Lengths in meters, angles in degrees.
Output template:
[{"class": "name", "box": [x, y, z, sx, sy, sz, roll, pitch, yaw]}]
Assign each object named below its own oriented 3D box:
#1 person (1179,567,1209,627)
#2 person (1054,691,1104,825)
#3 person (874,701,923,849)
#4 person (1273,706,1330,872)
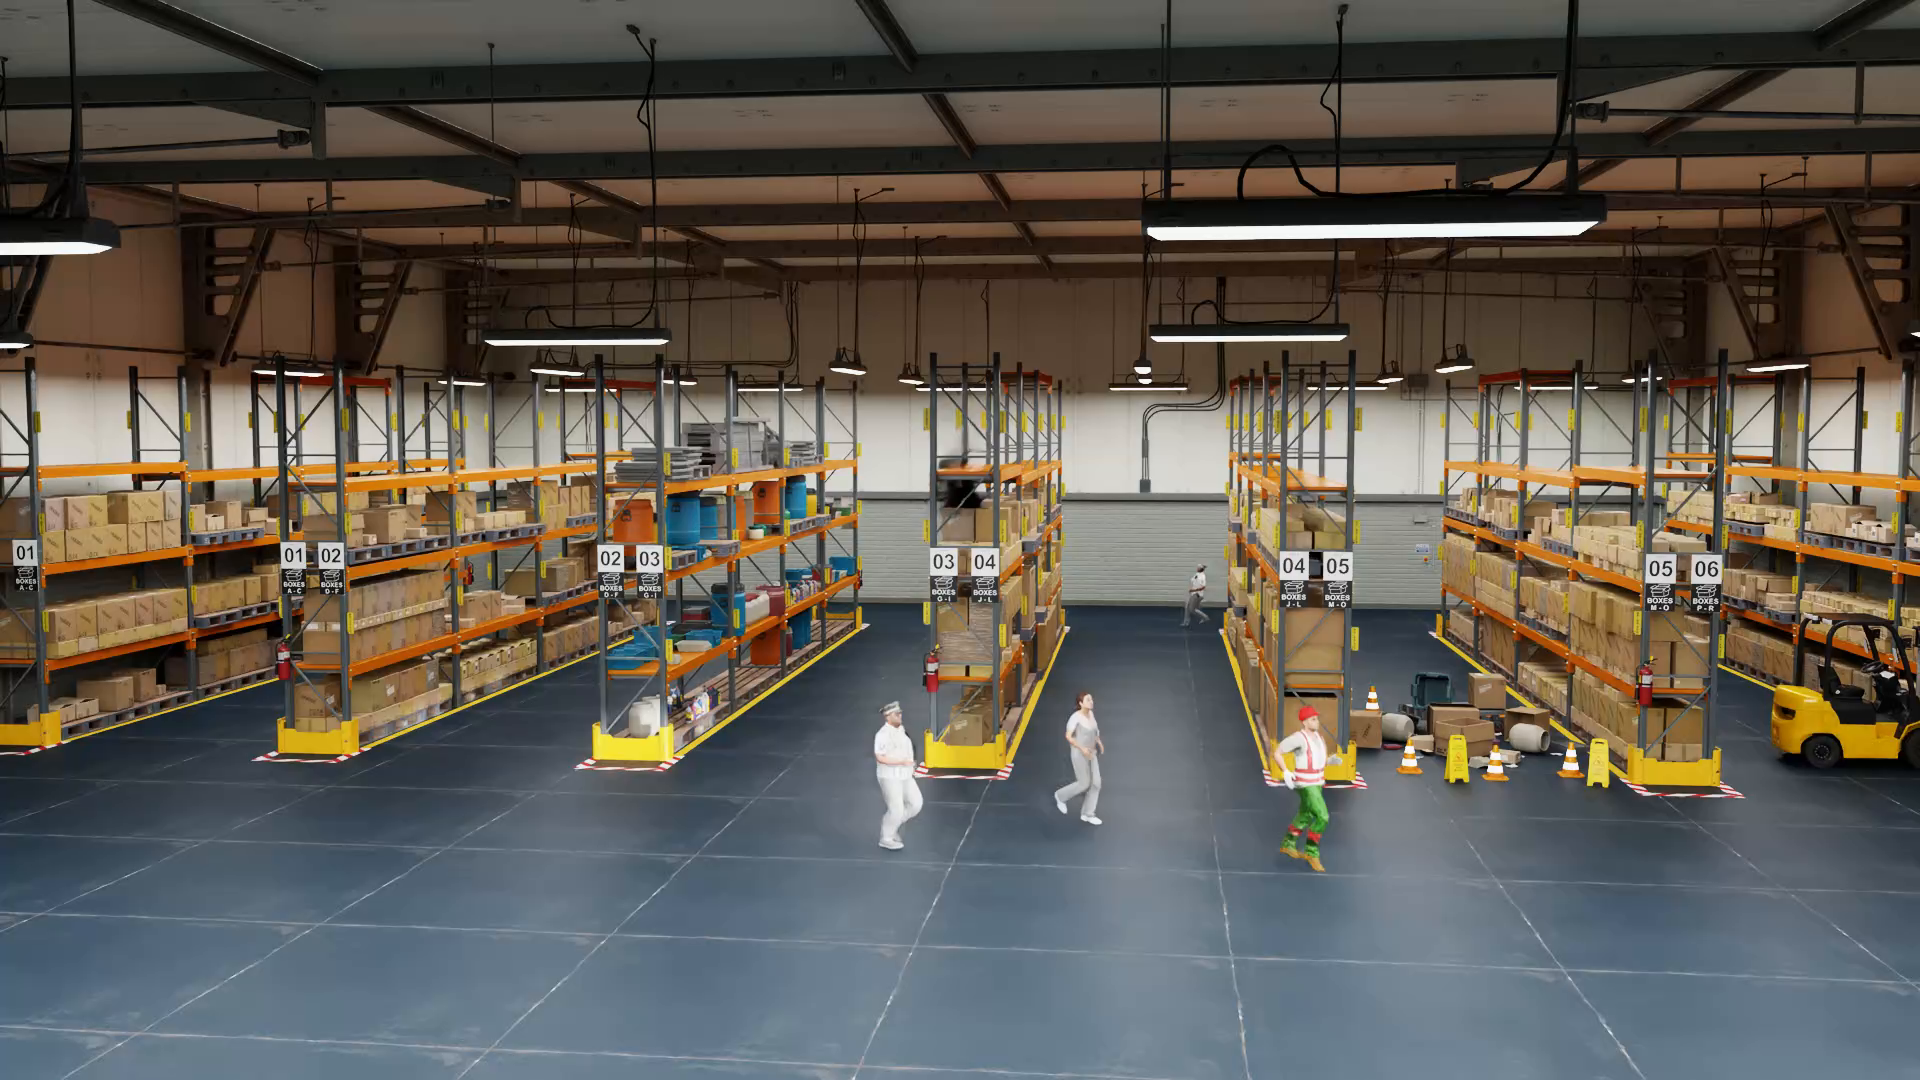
[{"class": "person", "box": [5.735, 1.361, 40.534, 0.722, 1.587, 0.697, 0, 4, 0]}, {"class": "person", "box": [1.523, 2.716, 20.910, 0.685, 1.643, 0.589, 4, 5, 42]}, {"class": "person", "box": [-0.696, 2.750, 19.432, 0.594, 1.744, 0.631, 2, 5, 31]}, {"class": "person", "box": [3.894, 2.787, 18.728, 0.678, 1.841, 0.628, 3, 5, 39]}]
